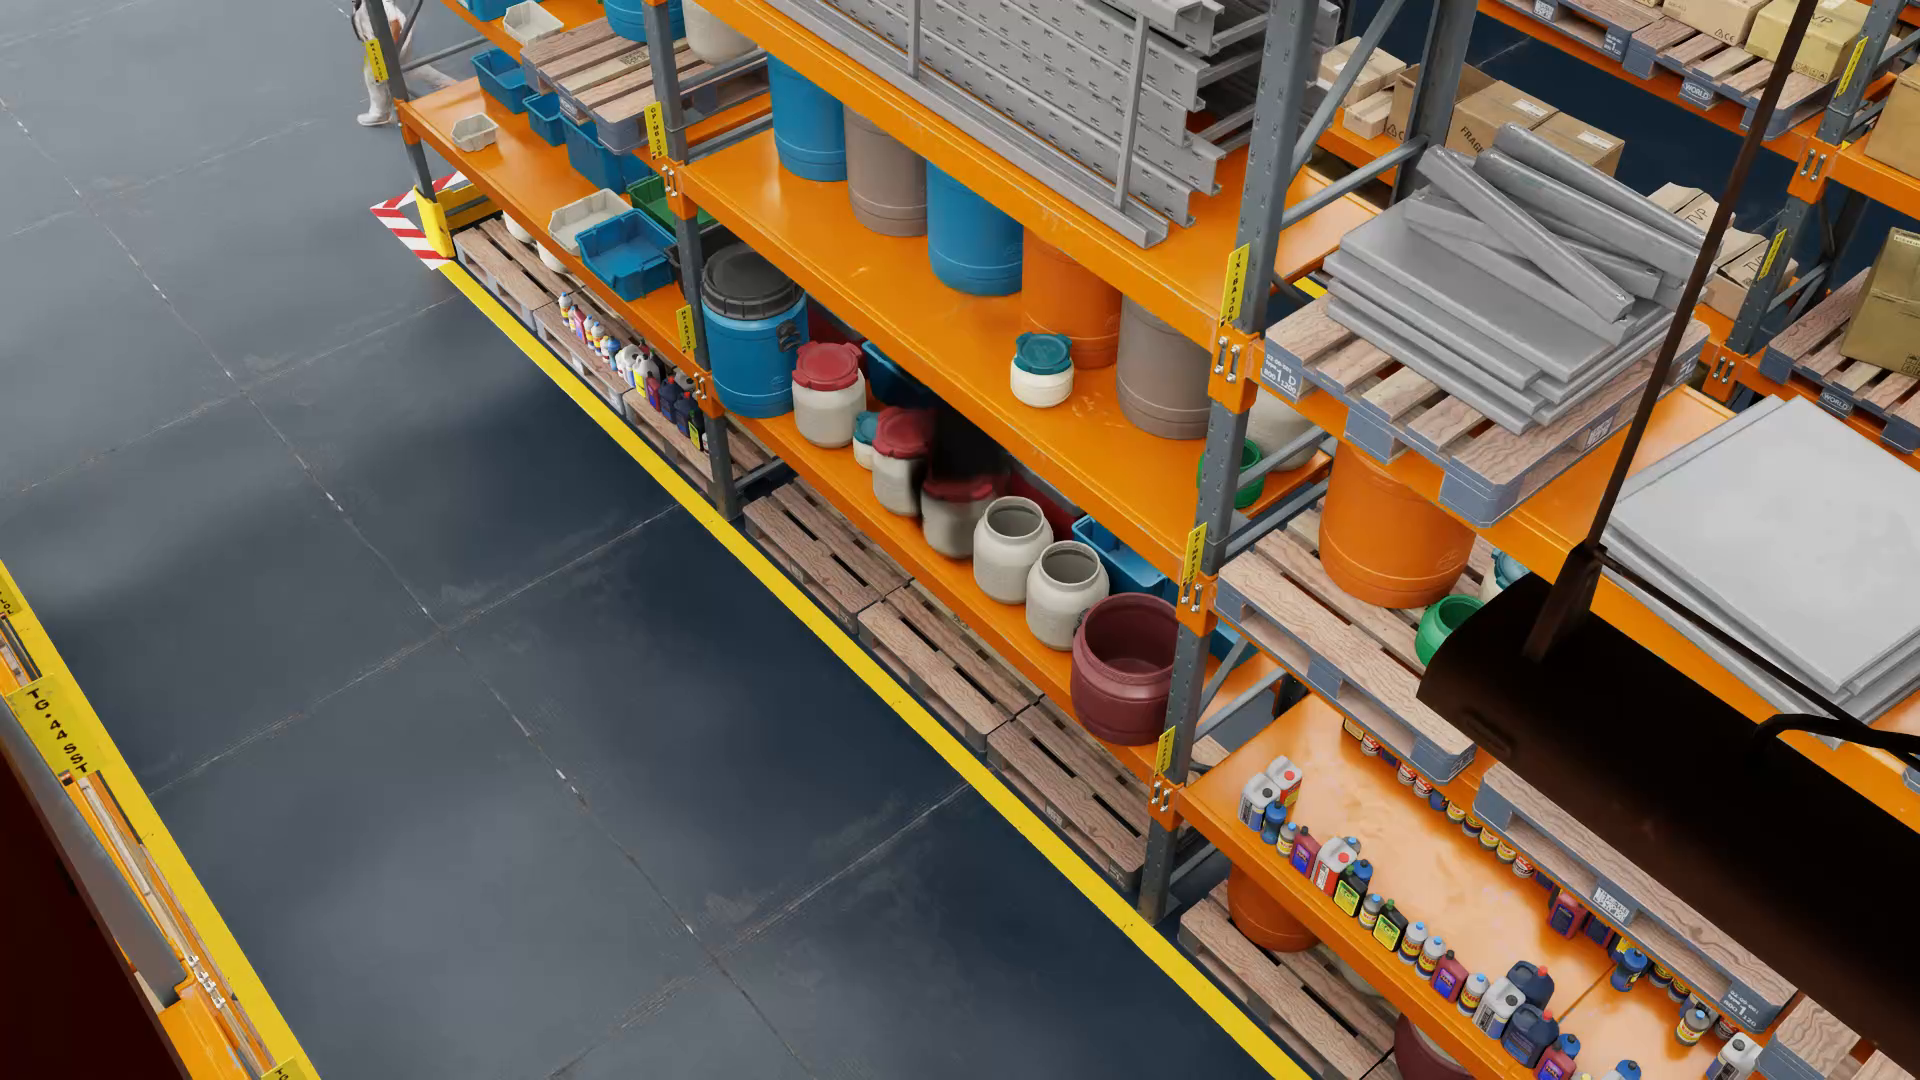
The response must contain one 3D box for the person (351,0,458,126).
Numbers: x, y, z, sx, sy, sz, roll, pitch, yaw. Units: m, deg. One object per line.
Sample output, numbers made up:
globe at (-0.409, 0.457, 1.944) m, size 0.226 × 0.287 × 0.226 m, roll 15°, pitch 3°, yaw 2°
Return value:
person at (-4.743, -4.117, 13.756) m, size 0.926 × 1.639 × 0.691 m, roll -3°, pitch 47°, yaw -3°
